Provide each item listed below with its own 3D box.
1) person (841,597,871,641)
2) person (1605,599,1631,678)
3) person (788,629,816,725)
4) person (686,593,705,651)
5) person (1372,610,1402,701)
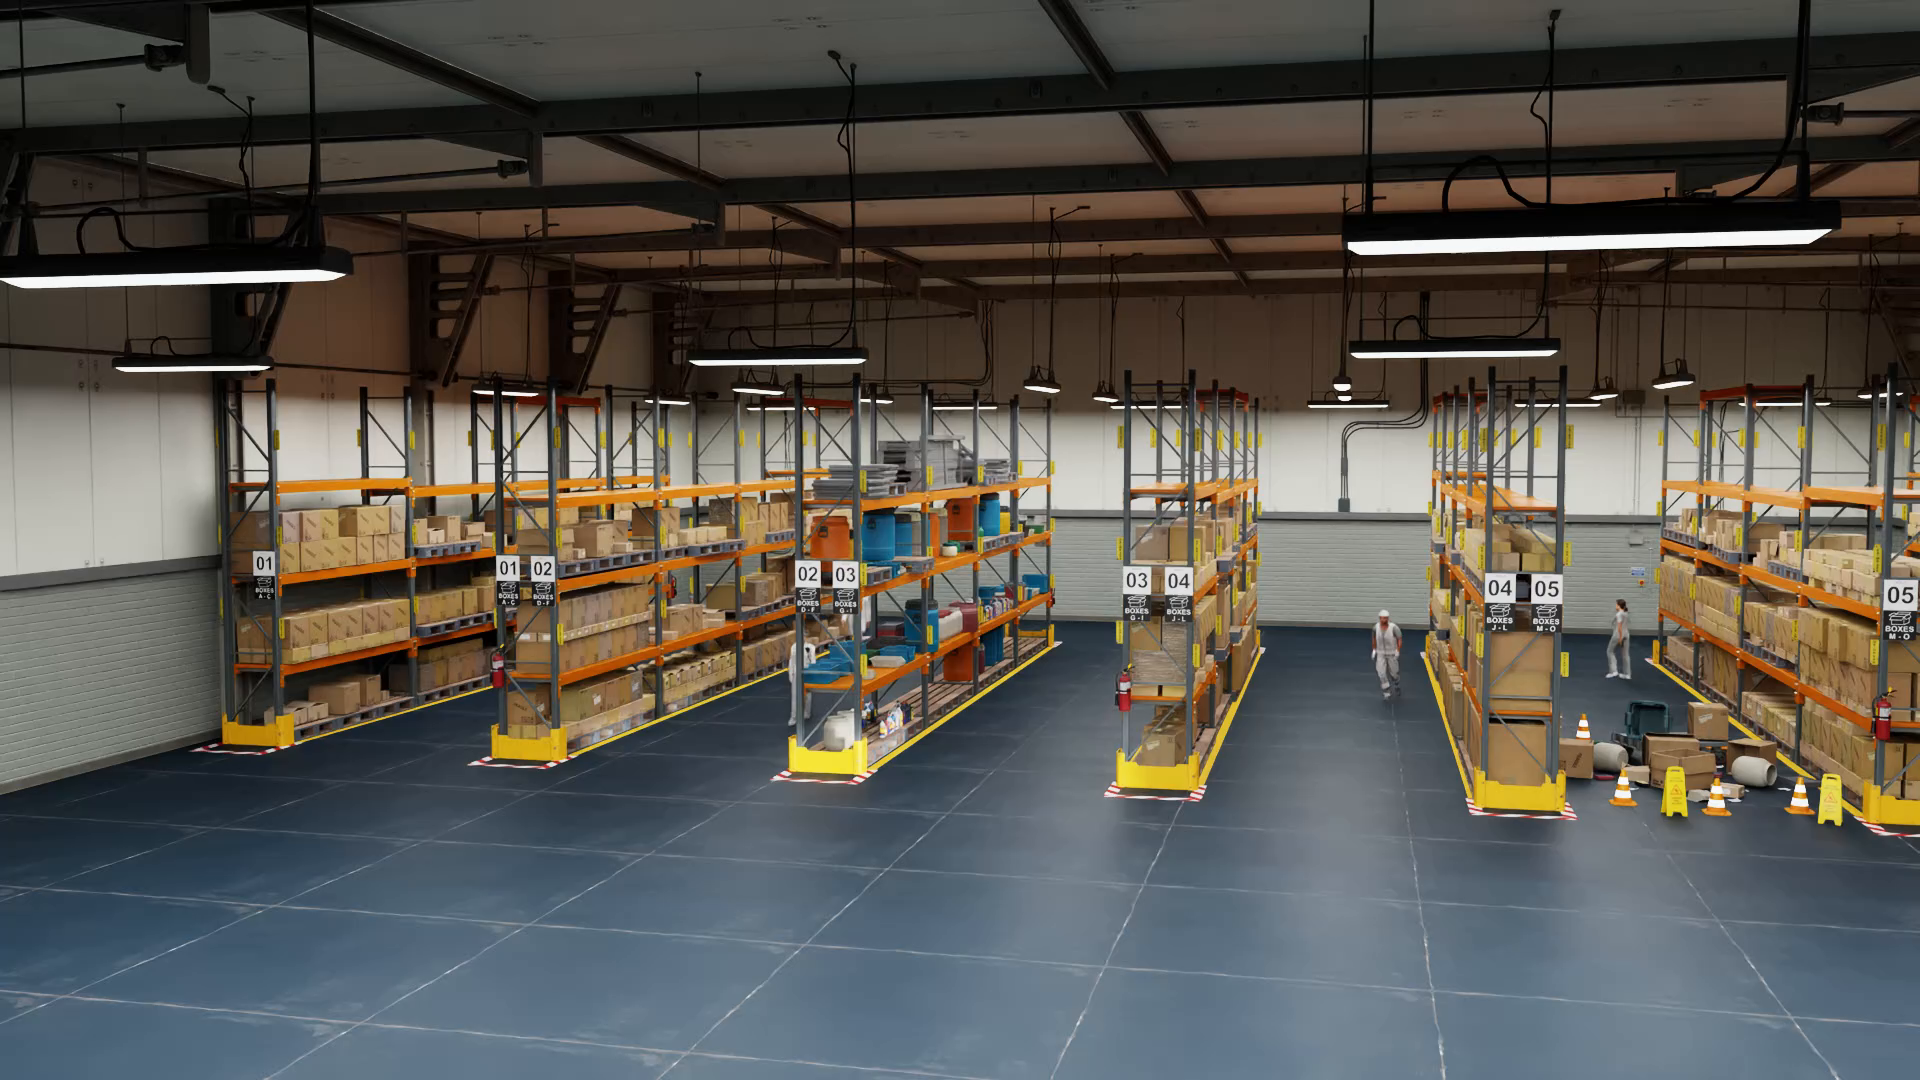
[{"bbox_3d":[-2.377,1.861,37.627,0.586,1.710,1.142,1,4,17],"label":"person"},{"bbox_3d":[13.902,2.092,34.903,0.448,1.694,0.568,-1,4,-17],"label":"person"},{"bbox_3d":[-2.796,2.398,29.491,0.506,1.658,0.822,0,3,-4],"label":"person"},{"bbox_3d":[-5.859,1.965,36.680,0.577,1.624,1.023,1,3,11],"label":"person"},{"bbox_3d":[8.249,2.204,32.071,0.603,1.757,0.733,2,4,27],"label":"person"}]
